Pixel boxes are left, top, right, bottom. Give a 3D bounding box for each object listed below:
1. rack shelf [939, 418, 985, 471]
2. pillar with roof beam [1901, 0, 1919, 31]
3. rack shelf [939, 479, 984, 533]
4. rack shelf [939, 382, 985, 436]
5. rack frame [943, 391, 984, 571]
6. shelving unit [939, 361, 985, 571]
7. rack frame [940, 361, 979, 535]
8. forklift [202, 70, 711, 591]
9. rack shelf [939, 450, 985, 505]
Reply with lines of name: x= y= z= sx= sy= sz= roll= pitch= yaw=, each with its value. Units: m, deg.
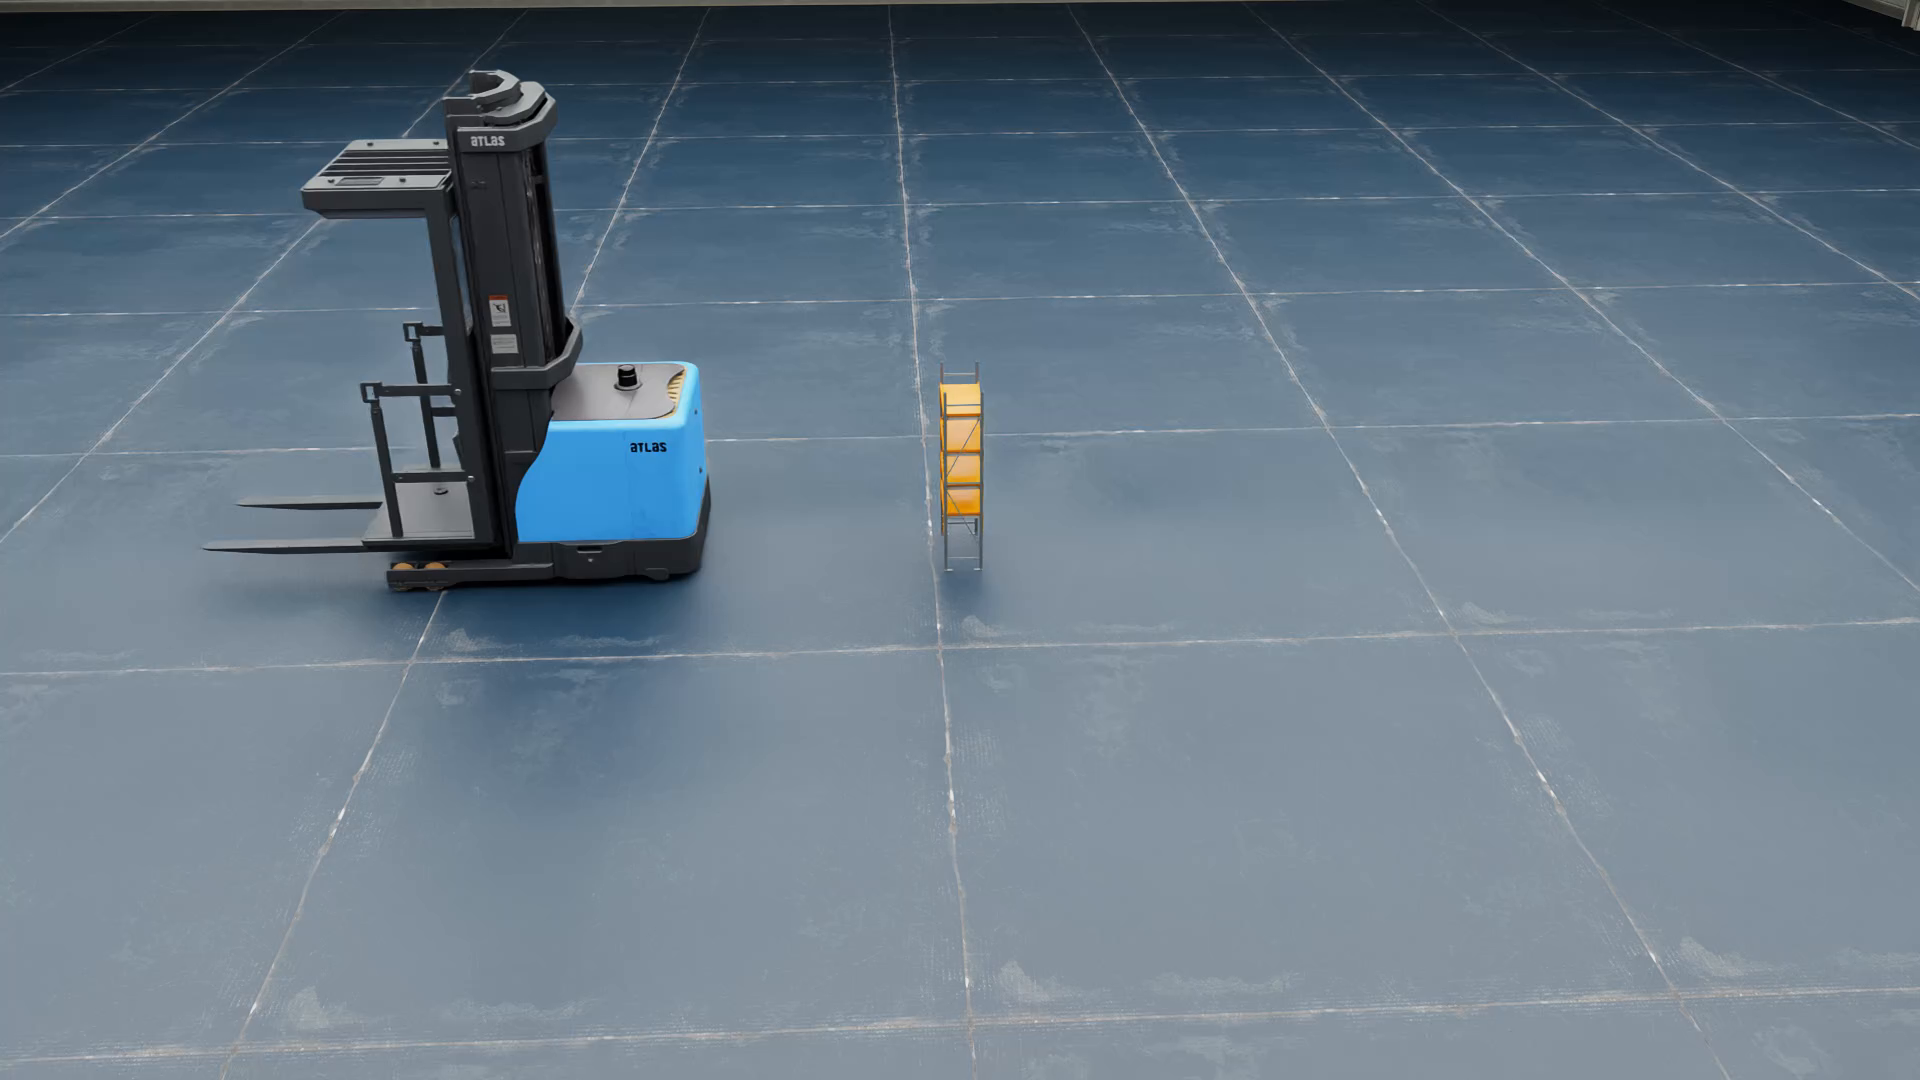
rack shelf: x=0.009 y=-0.594 z=10.254 sx=0.258 sy=0.148 sz=0.480 roll=-1 pitch=28 yaw=-3
pillar with roof beam: x=10.811 y=-11.966 z=23.962 sx=9.100 sy=9.000 sz=0.400 roll=-1 pitch=28 yaw=-3
rack shelf: x=0.009 y=-0.220 z=10.449 sx=0.258 sy=0.148 sz=0.480 roll=-1 pitch=28 yaw=-3
rack shelf: x=0.009 y=-0.804 z=10.144 sx=0.258 sy=0.148 sz=0.480 roll=-1 pitch=28 yaw=-3
rack frame: x=0.021 y=-0.343 z=10.110 sx=0.240 sy=1.200 sz=0.015 roll=-1 pitch=28 yaw=-3
shelving unit: x=0.009 y=-0.456 z=10.326 sx=0.258 sy=1.200 sz=0.503 roll=-1 pitch=28 yaw=-3
rack frame: x=-0.004 y=-0.568 z=10.542 sx=0.240 sy=1.200 sz=0.015 roll=-1 pitch=28 yaw=-3
forklift: x=-3.144 y=-1.239 z=9.956 sx=3.031 sy=2.935 sz=1.130 roll=-1 pitch=28 yaw=-2
rack shelf: x=0.009 y=-0.396 z=10.357 sx=0.258 sy=0.148 sz=0.480 roll=-1 pitch=28 yaw=-3
